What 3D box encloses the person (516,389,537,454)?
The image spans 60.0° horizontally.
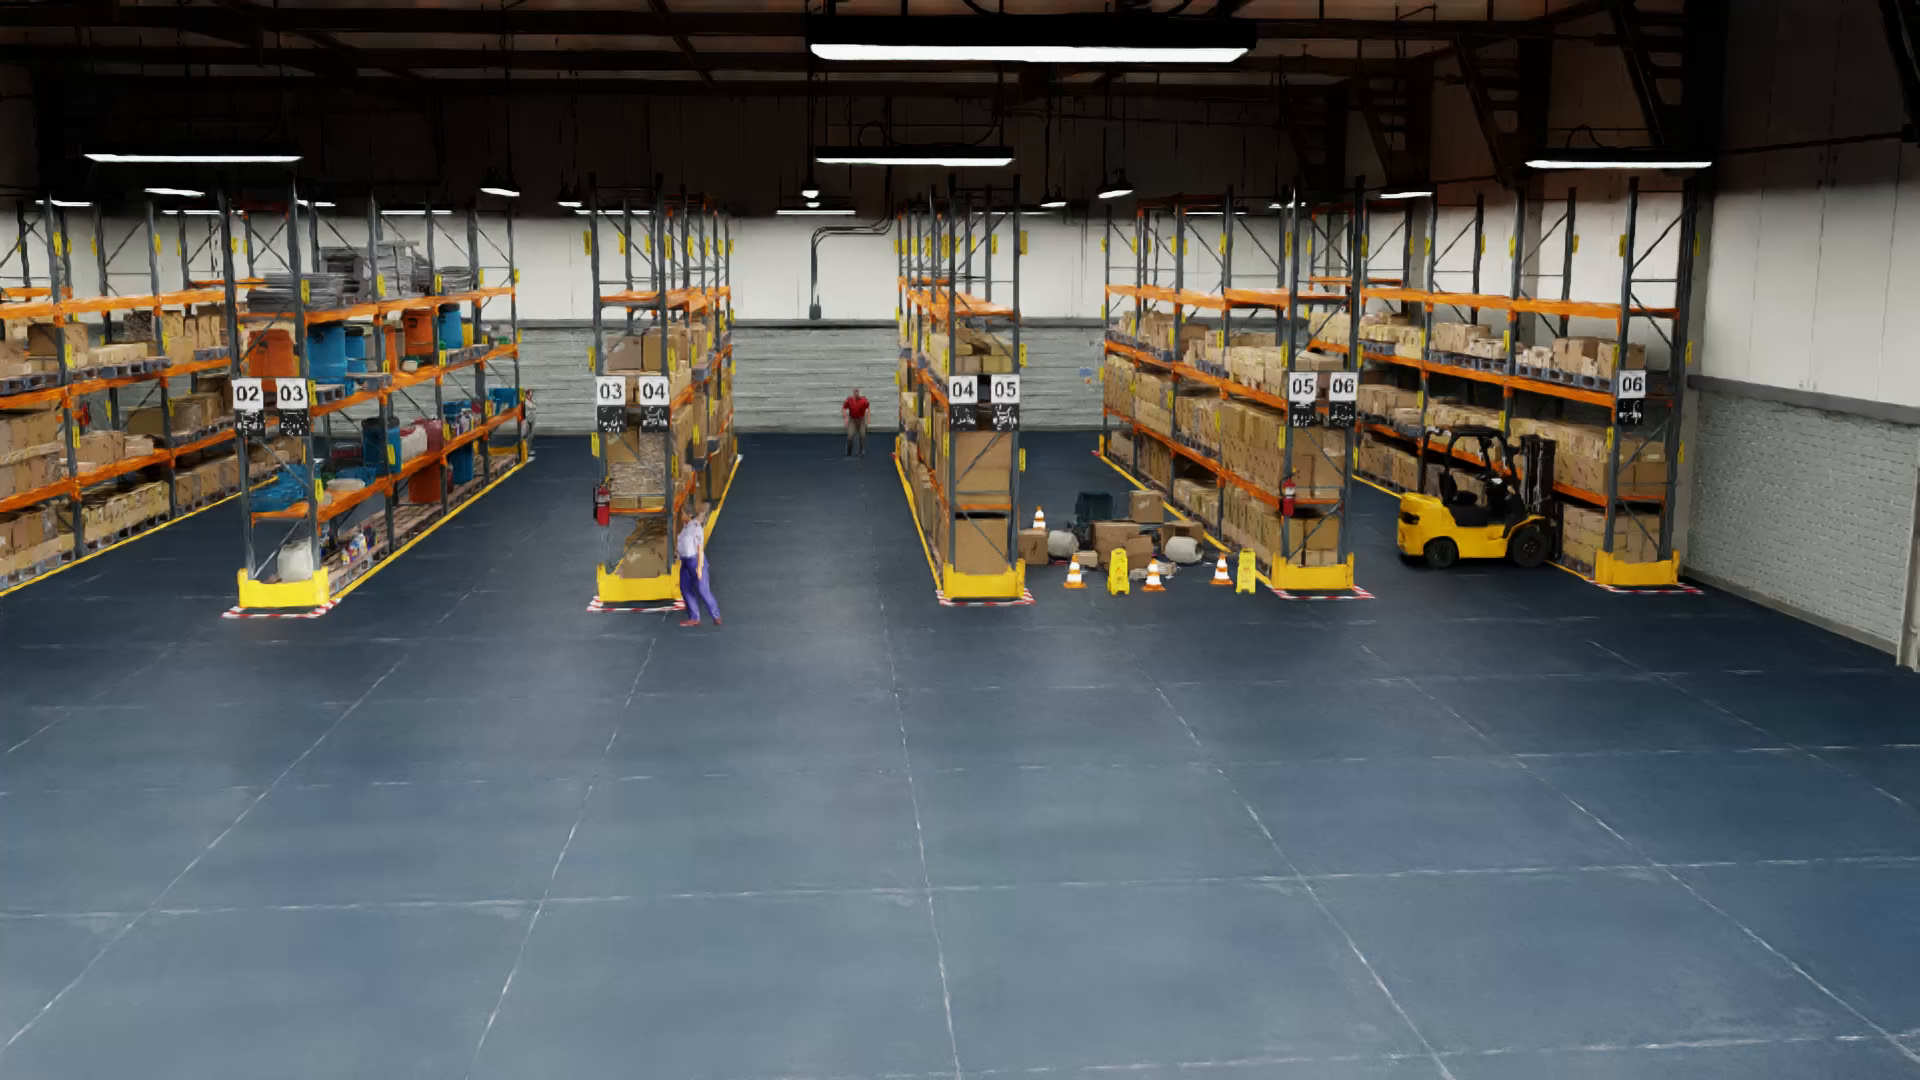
[{"bbox_3d":[-10.591,-2.880,40.429,0.469,1.588,0.586,9,13,41],"label":"person"}]

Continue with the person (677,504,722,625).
[{"bbox_3d":[-3.478,0.426,22.194,0.530,1.441,0.594,-6,12,-31],"label":"person"}]

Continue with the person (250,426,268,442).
[{"bbox_3d":[-17.488,-3.138,41.405,0.602,1.767,0.619,-8,13,-39],"label":"person"}]

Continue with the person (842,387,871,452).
[{"bbox_3d":[-2.499,-2.905,40.123,0.683,1.593,0.518,-1,10,-6],"label":"person"}]
